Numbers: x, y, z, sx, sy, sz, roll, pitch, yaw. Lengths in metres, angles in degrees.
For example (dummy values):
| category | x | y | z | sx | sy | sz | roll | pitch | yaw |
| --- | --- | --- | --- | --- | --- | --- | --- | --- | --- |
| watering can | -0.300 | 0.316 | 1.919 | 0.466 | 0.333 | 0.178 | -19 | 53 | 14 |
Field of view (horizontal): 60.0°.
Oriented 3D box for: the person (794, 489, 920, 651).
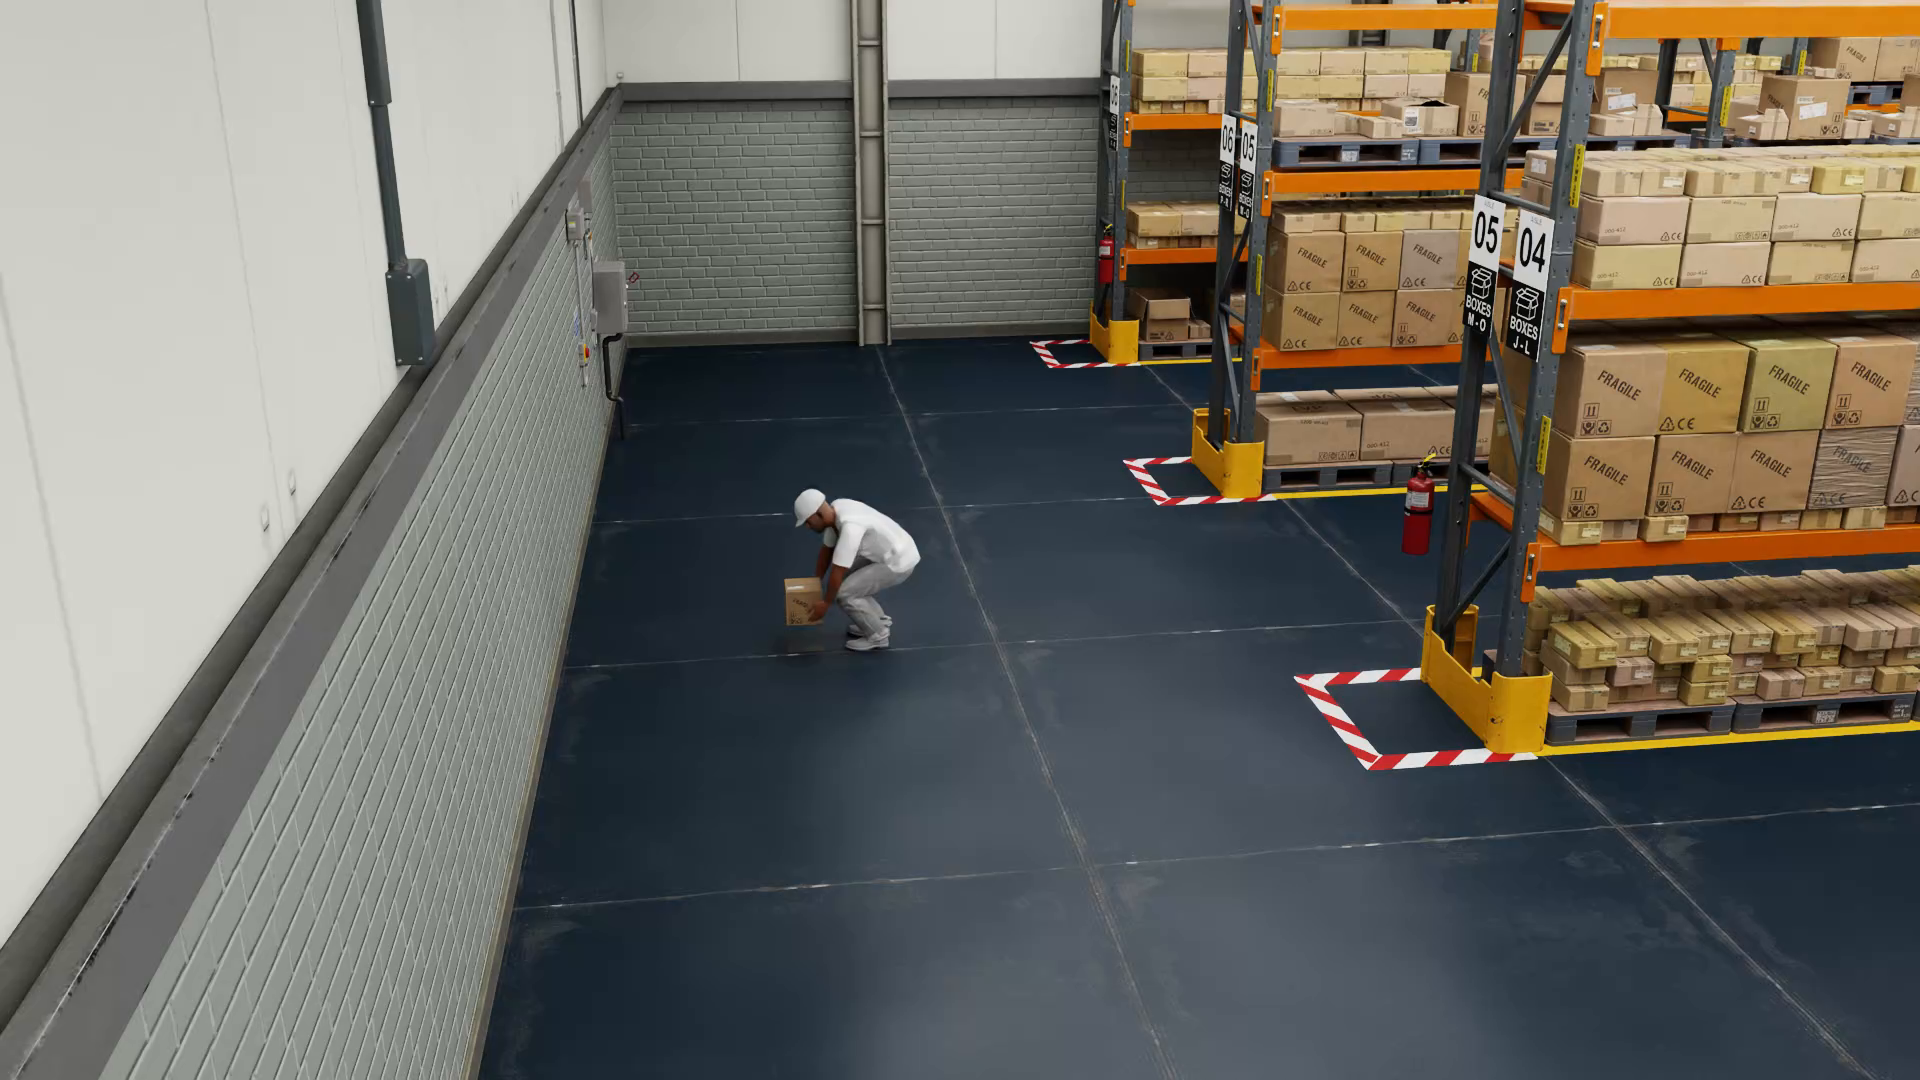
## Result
| category | x | y | z | sx | sy | sz | roll | pitch | yaw |
| --- | --- | --- | --- | --- | --- | --- | --- | --- | --- |
| person | -0.700 | 0.184 | 11.430 | 0.852 | 1.156 | 0.612 | -3 | 20 | -8 |
